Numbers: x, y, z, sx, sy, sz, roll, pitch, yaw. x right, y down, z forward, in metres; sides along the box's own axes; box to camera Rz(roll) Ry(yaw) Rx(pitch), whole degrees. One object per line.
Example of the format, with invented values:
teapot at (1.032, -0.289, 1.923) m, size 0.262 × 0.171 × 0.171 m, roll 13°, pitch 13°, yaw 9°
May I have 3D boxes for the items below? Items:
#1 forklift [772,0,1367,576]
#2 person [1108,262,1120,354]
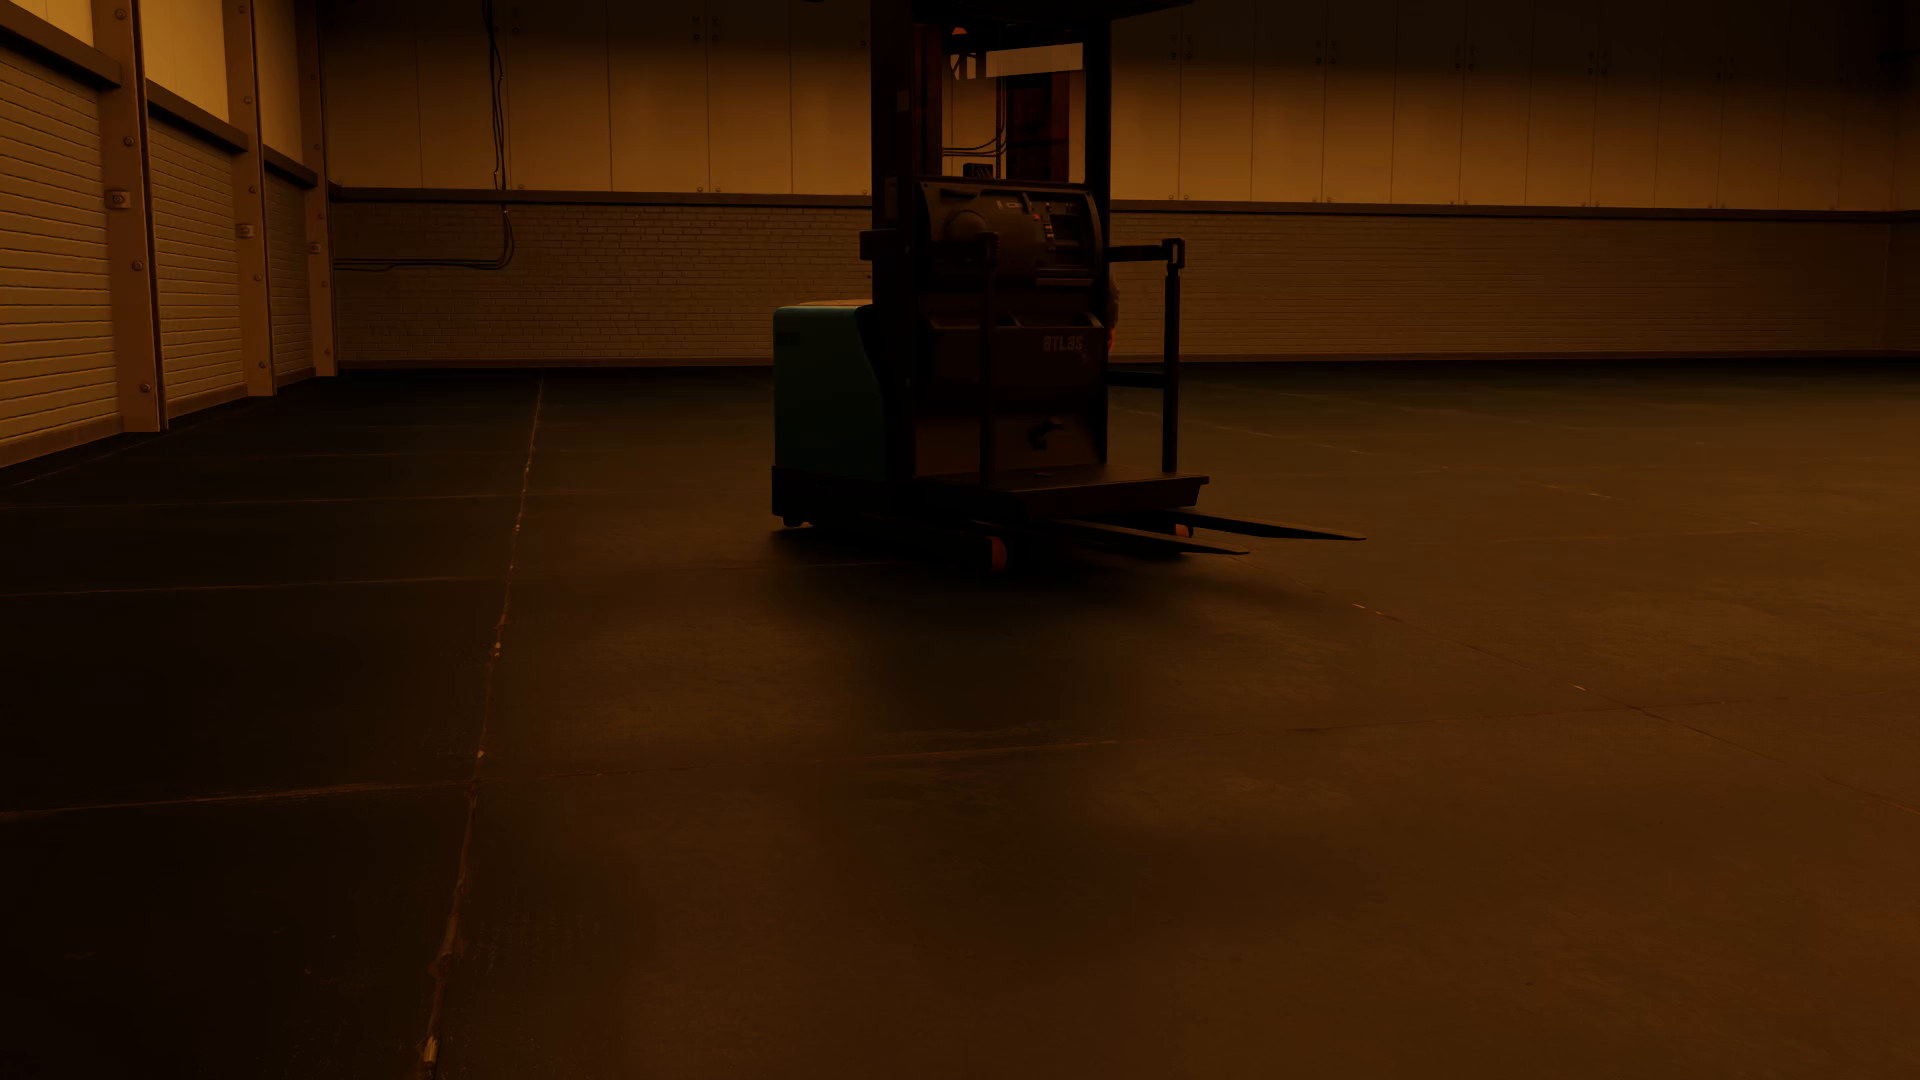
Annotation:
forklift at (0.355, -1.383, 7.015) m, size 1.130 × 2.935 × 3.031 m, roll -6°, pitch 10°, yaw -35°
person at (0.692, -1.285, 10.625) m, size 0.631 × 1.720 × 0.569 m, roll -2°, pitch 8°, yaw -12°
